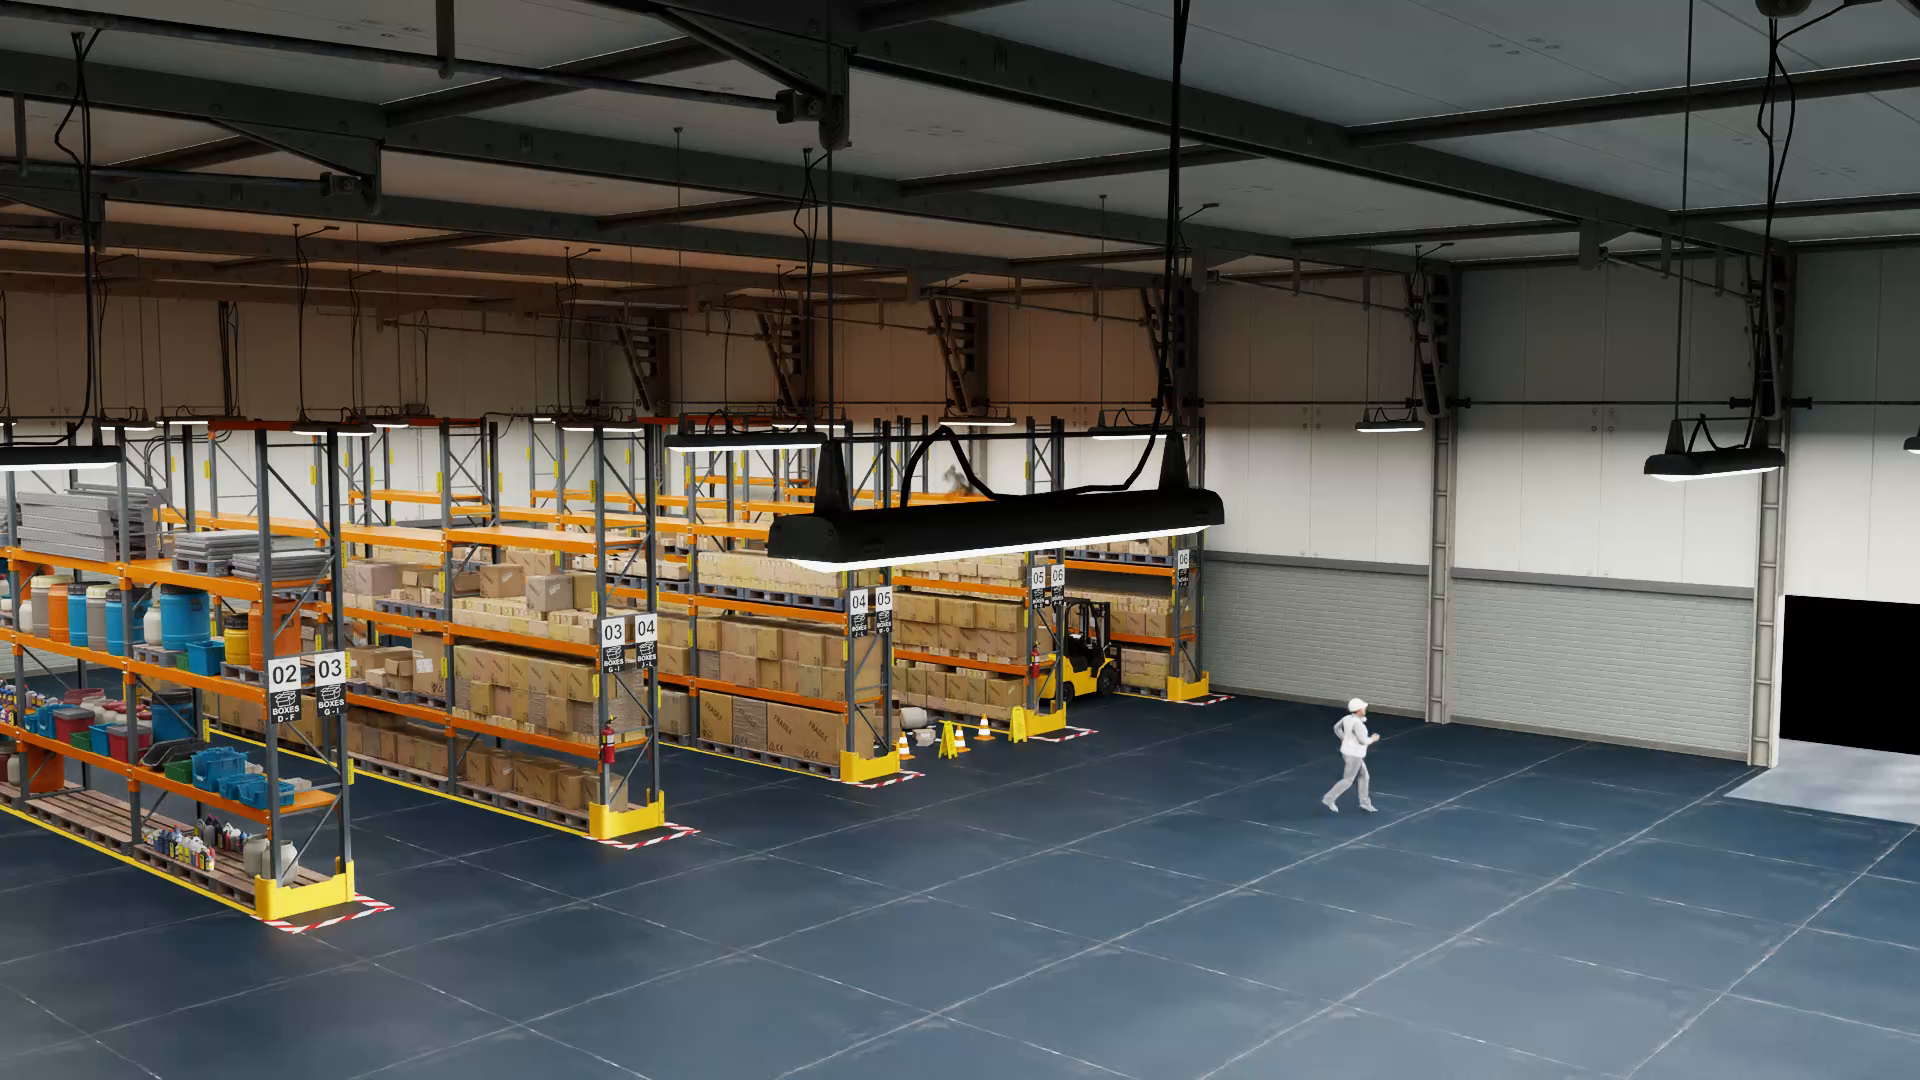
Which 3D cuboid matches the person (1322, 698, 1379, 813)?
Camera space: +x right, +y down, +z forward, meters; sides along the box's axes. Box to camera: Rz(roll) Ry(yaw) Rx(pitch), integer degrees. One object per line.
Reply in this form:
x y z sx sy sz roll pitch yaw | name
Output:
5.986 3.325 25.517 0.945 1.808 0.665 0 5 -4 | person

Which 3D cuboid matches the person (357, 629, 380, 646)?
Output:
-12.653 2.615 35.485 0.561 1.570 0.804 -4 6 -43 | person
